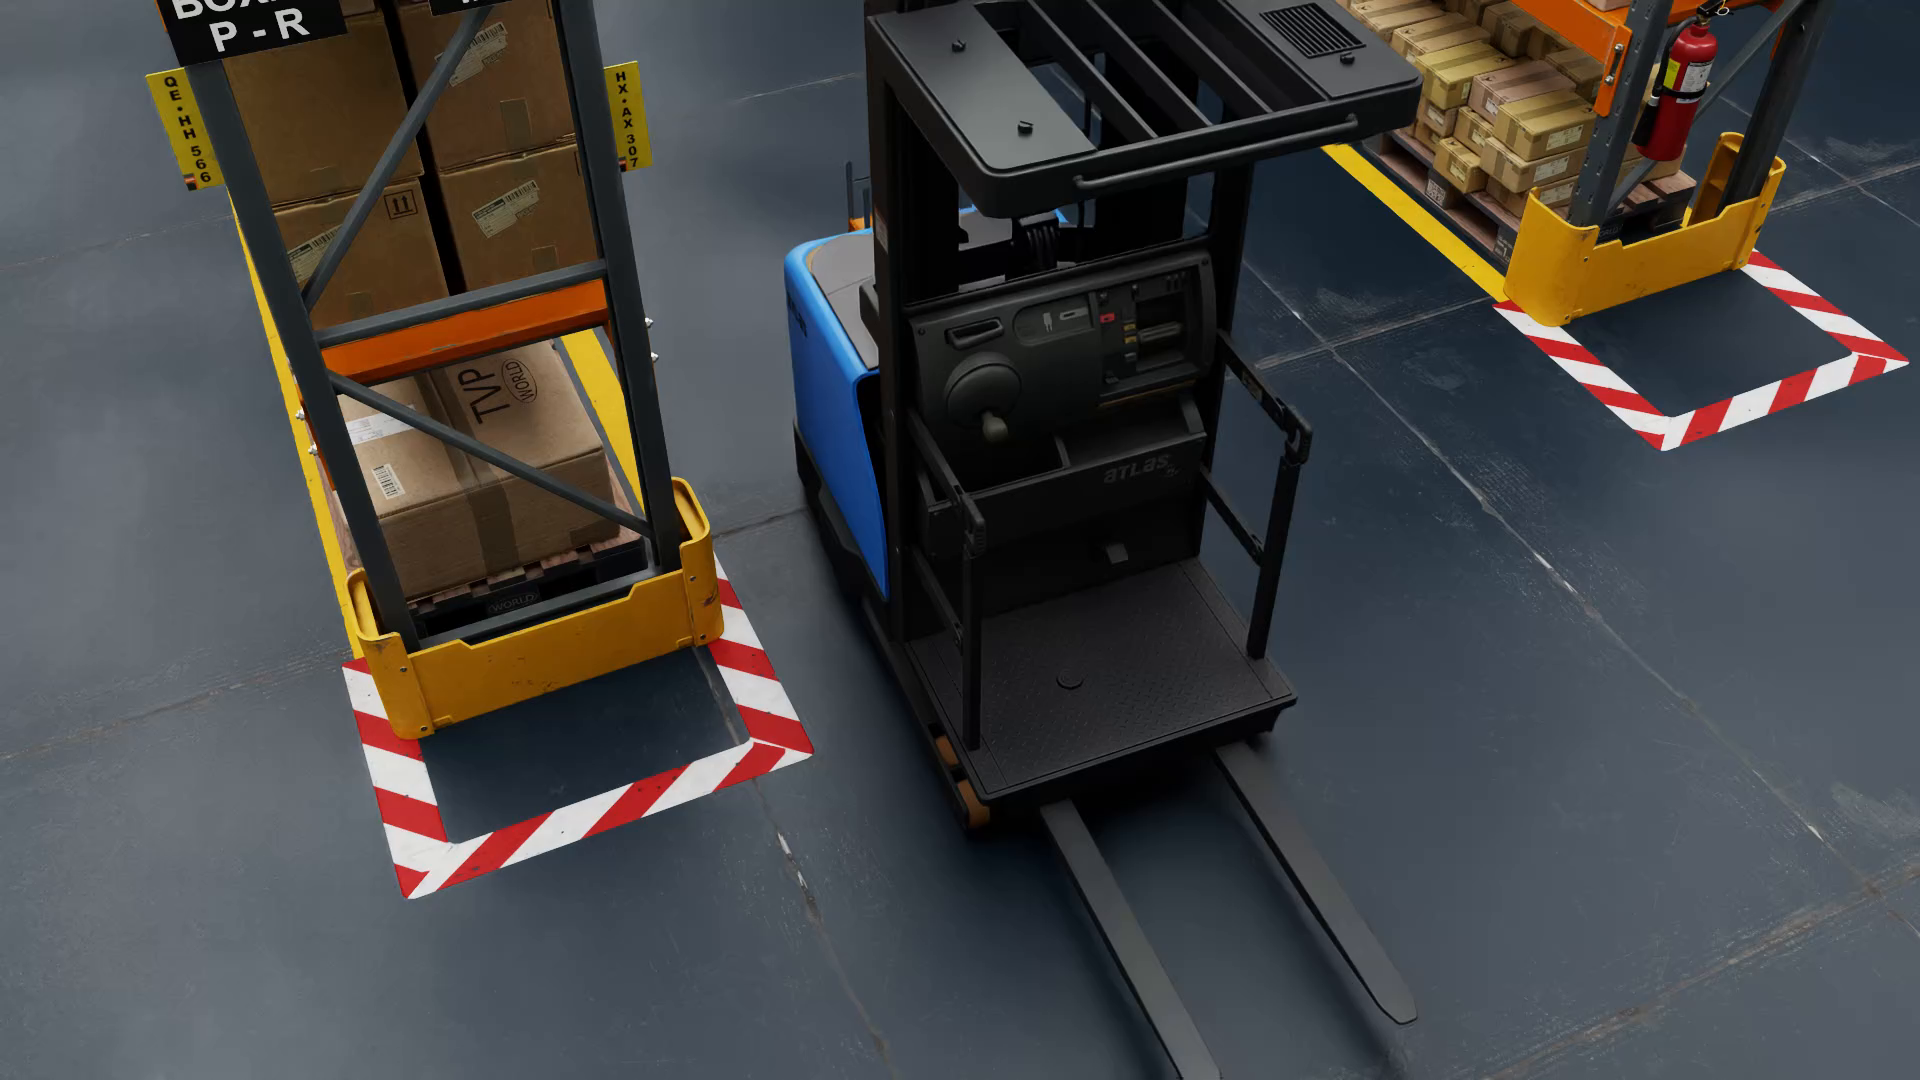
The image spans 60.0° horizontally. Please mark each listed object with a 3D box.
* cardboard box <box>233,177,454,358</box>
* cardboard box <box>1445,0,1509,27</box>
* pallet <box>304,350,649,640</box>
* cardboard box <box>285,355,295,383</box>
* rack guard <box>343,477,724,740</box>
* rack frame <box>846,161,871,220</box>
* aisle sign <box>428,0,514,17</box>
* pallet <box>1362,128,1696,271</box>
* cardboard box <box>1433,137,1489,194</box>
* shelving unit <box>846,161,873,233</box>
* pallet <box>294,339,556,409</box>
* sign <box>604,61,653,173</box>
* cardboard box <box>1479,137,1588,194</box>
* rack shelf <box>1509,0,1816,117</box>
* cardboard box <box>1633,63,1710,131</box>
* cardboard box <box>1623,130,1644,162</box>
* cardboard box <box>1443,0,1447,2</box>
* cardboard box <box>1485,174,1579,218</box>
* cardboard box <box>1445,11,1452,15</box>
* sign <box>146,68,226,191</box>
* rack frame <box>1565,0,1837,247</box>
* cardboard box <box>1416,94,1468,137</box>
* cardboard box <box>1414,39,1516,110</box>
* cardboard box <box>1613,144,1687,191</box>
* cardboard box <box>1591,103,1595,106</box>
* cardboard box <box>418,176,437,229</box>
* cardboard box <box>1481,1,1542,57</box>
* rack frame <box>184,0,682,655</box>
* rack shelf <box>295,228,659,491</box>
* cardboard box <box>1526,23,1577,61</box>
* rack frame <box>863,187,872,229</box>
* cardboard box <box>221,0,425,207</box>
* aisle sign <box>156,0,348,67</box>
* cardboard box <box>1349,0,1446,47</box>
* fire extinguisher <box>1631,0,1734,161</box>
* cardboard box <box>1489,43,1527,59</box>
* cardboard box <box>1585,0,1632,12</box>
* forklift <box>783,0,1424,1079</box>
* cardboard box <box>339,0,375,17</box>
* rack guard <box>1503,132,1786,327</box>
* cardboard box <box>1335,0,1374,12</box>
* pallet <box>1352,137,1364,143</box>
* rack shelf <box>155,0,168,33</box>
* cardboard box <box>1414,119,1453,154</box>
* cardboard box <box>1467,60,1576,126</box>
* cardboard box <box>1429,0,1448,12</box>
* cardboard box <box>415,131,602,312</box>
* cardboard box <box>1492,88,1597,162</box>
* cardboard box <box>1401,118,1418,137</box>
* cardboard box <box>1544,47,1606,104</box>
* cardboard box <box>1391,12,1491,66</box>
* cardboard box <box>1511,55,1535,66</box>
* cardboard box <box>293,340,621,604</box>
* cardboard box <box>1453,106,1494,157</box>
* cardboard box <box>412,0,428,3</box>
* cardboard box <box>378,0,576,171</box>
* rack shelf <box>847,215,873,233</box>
[{"bbox_3d":[-1.874,-0.944,5.000,0.500,0.500,0.500,-18,47,-17],"label":"cardboard box"},{"bbox_3d":[2.603,-2.637,8.095,0.380,0.149,0.250,-16,47,-16],"label":"cardboard box"},{"bbox_3d":[-1.838,-0.173,6.275,1.003,0.211,1.213,-18,47,-17],"label":"pallet"},{"bbox_3d":[-2.192,-0.888,6.540,0.875,0.438,0.875,-17,47,-16],"label":"cardboard box"},{"bbox_3d":[-1.421,0.226,5.665,1.175,0.500,0.348,-18,47,-17],"label":"rack guard"},{"bbox_3d":[-0.294,-0.944,6.353,0.240,1.200,0.006,-16,47,-15],"label":"rack frame"},{"bbox_3d":[-1.138,-1.644,3.930,0.394,0.787,0.004,-18,47,-17],"label":"aisle sign"},{"bbox_3d":[2.676,-1.789,7.913,1.003,0.211,1.213,-18,47,-17],"label":"pallet"},{"bbox_3d":[2.407,-1.748,7.616,0.380,0.149,0.250,-17,47,-16],"label":"cardboard box"},{"bbox_3d":[-0.260,-0.885,6.292,0.258,1.200,0.189,-16,47,-15],"label":"shelving unit"},{"bbox_3d":[-2.347,-0.949,7.062,1.003,0.211,1.213,-18,47,-17],"label":"pallet"},{"bbox_3d":[-0.925,-1.175,4.633,0.100,0.325,0.005,-18,47,-17],"label":"sign"},{"bbox_3d":[2.537,-1.698,7.354,0.380,0.149,0.250,-19,48,-18],"label":"cardboard box"},{"bbox_3d":[2.177,-3.224,7.894,1.077,0.370,4.000,-18,47,-17],"label":"rack shelf"},{"bbox_3d":[3.106,-1.986,7.434,0.380,0.149,0.250,-20,48,-19],"label":"cardboard box"},{"bbox_3d":[3.030,-1.855,7.514,0.380,0.149,0.250,-16,47,-16],"label":"cardboard box"},{"bbox_3d":[2.534,-2.819,8.278,0.380,0.149,0.250,-17,47,-17],"label":"cardboard box"},{"bbox_3d":[2.607,-1.614,7.481,0.380,0.149,0.250,-17,47,-17],"label":"cardboard box"},{"bbox_3d":[2.576,-2.513,8.180,0.380,0.149,0.250,-20,48,-19],"label":"cardboard box"},{"bbox_3d":[-1.929,-1.024,4.159,0.100,0.325,0.005,-18,47,-17],"label":"sign"},{"bbox_3d":[3.018,-2.205,6.349,1.000,3.000,0.127,-18,47,-17],"label":"rack frame"},{"bbox_3d":[2.317,-2.028,7.689,0.380,0.149,0.250,-20,48,-19],"label":"cardboard box"},{"bbox_3d":[2.287,-2.119,7.569,0.380,0.149,0.250,-19,48,-18],"label":"cardboard box"},{"bbox_3d":[3.088,-1.768,7.637,0.380,0.149,0.250,-17,47,-17],"label":"cardboard box"},{"bbox_3d":[2.966,-2.047,7.707,0.380,0.149,0.250,-18,47,-18],"label":"cardboard box"},{"bbox_3d":[-1.610,-1.419,5.482,0.500,0.500,0.500,-19,48,-18],"label":"cardboard box"},{"bbox_3d":[2.711,-2.458,7.913,0.380,0.149,0.250,-20,48,-19],"label":"cardboard box"},{"bbox_3d":[-1.431,-0.679,4.802,1.000,3.000,0.127,-18,47,-17],"label":"rack frame"},{"bbox_3d":[-2.272,-1.697,6.347,1.077,0.370,4.000,-18,47,-17],"label":"rack shelf"},{"bbox_3d":[2.891,-2.324,7.777,0.380,0.149,0.250,-18,47,-18],"label":"cardboard box"},{"bbox_3d":[-0.225,-0.825,6.232,0.240,1.200,0.006,-16,47,-15],"label":"rack frame"},{"bbox_3d":[-1.850,-1.307,4.656,0.500,0.500,0.500,-17,47,-16],"label":"cardboard box"},{"bbox_3d":[-1.682,-1.467,3.750,0.394,0.787,0.004,-18,47,-17],"label":"aisle sign"},{"bbox_3d":[2.073,-2.457,7.912,0.380,0.149,0.250,-16,47,-16],"label":"cardboard box"},{"bbox_3d":[2.705,-1.748,6.206,0.296,0.674,0.183,-18,47,-17],"label":"fire extinguisher"},{"bbox_3d":[2.774,-2.372,8.037,0.380,0.149,0.250,-17,47,-16],"label":"cardboard box"},{"bbox_3d":[2.624,-2.240,6.563,0.380,0.149,0.250,-18,47,-17],"label":"cardboard box"},{"bbox_3d":[0.393,-0.463,4.632,1.130,2.935,3.031,-16,47,-15],"label":"forklift"},{"bbox_3d":[-1.764,-1.471,4.360,0.380,0.149,0.250,-17,47,-17],"label":"cardboard box"},{"bbox_3d":[2.986,-1.364,7.276,1.175,0.500,0.348,-18,47,-17],"label":"rack guard"},{"bbox_3d":[2.062,-2.658,8.115,0.380,0.149,0.250,-20,48,-19],"label":"cardboard box"},{"bbox_3d":[2.167,-2.565,8.700,1.003,0.211,1.213,-18,47,-17],"label":"pallet"},{"bbox_3d":[-2.272,-2.765,5.293,1.077,0.370,4.000,-18,47,-17],"label":"rack shelf"},{"bbox_3d":[2.374,-1.941,7.813,0.380,0.149,0.250,-18,47,-18],"label":"cardboard box"},{"bbox_3d":[2.512,-1.991,7.440,0.380,0.149,0.250,-17,47,-17],"label":"cardboard box"},{"bbox_3d":[2.424,-2.674,8.343,0.380,0.149,0.250,-16,47,-15],"label":"cardboard box"},{"bbox_3d":[-1.372,-1.105,5.163,0.500,0.500,0.500,-18,48,-18],"label":"cardboard box"},{"bbox_3d":[2.565,-1.814,7.260,0.380,0.149,0.250,-18,47,-17],"label":"cardboard box"},{"bbox_3d":[2.258,-2.095,7.968,0.380,0.149,0.250,-18,47,-17],"label":"cardboard box"},{"bbox_3d":[2.880,-2.126,7.576,0.380,0.149,0.250,-17,47,-17],"label":"cardboard box"},{"bbox_3d":[2.236,-2.302,7.755,0.380,0.149,0.250,-20,48,-19],"label":"cardboard box"},{"bbox_3d":[2.783,-2.176,7.839,0.380,0.149,0.250,-17,47,-17],"label":"cardboard box"},{"bbox_3d":[-1.799,-0.307,5.951,0.875,0.438,0.875,-20,48,-19],"label":"cardboard box"},{"bbox_3d":[2.476,-1.880,7.539,0.380,0.149,0.250,-19,48,-18],"label":"cardboard box"},{"bbox_3d":[-1.329,-1.609,4.500,0.380,0.149,0.250,-17,47,-17],"label":"cardboard box"},{"bbox_3d":[-1.374,-1.460,4.811,0.500,0.500,0.500,-19,48,-18],"label":"cardboard box"},{"bbox_3d":[-0.260,-1.109,6.071,0.258,0.103,0.180,-16,47,-15],"label":"rack shelf"}]
